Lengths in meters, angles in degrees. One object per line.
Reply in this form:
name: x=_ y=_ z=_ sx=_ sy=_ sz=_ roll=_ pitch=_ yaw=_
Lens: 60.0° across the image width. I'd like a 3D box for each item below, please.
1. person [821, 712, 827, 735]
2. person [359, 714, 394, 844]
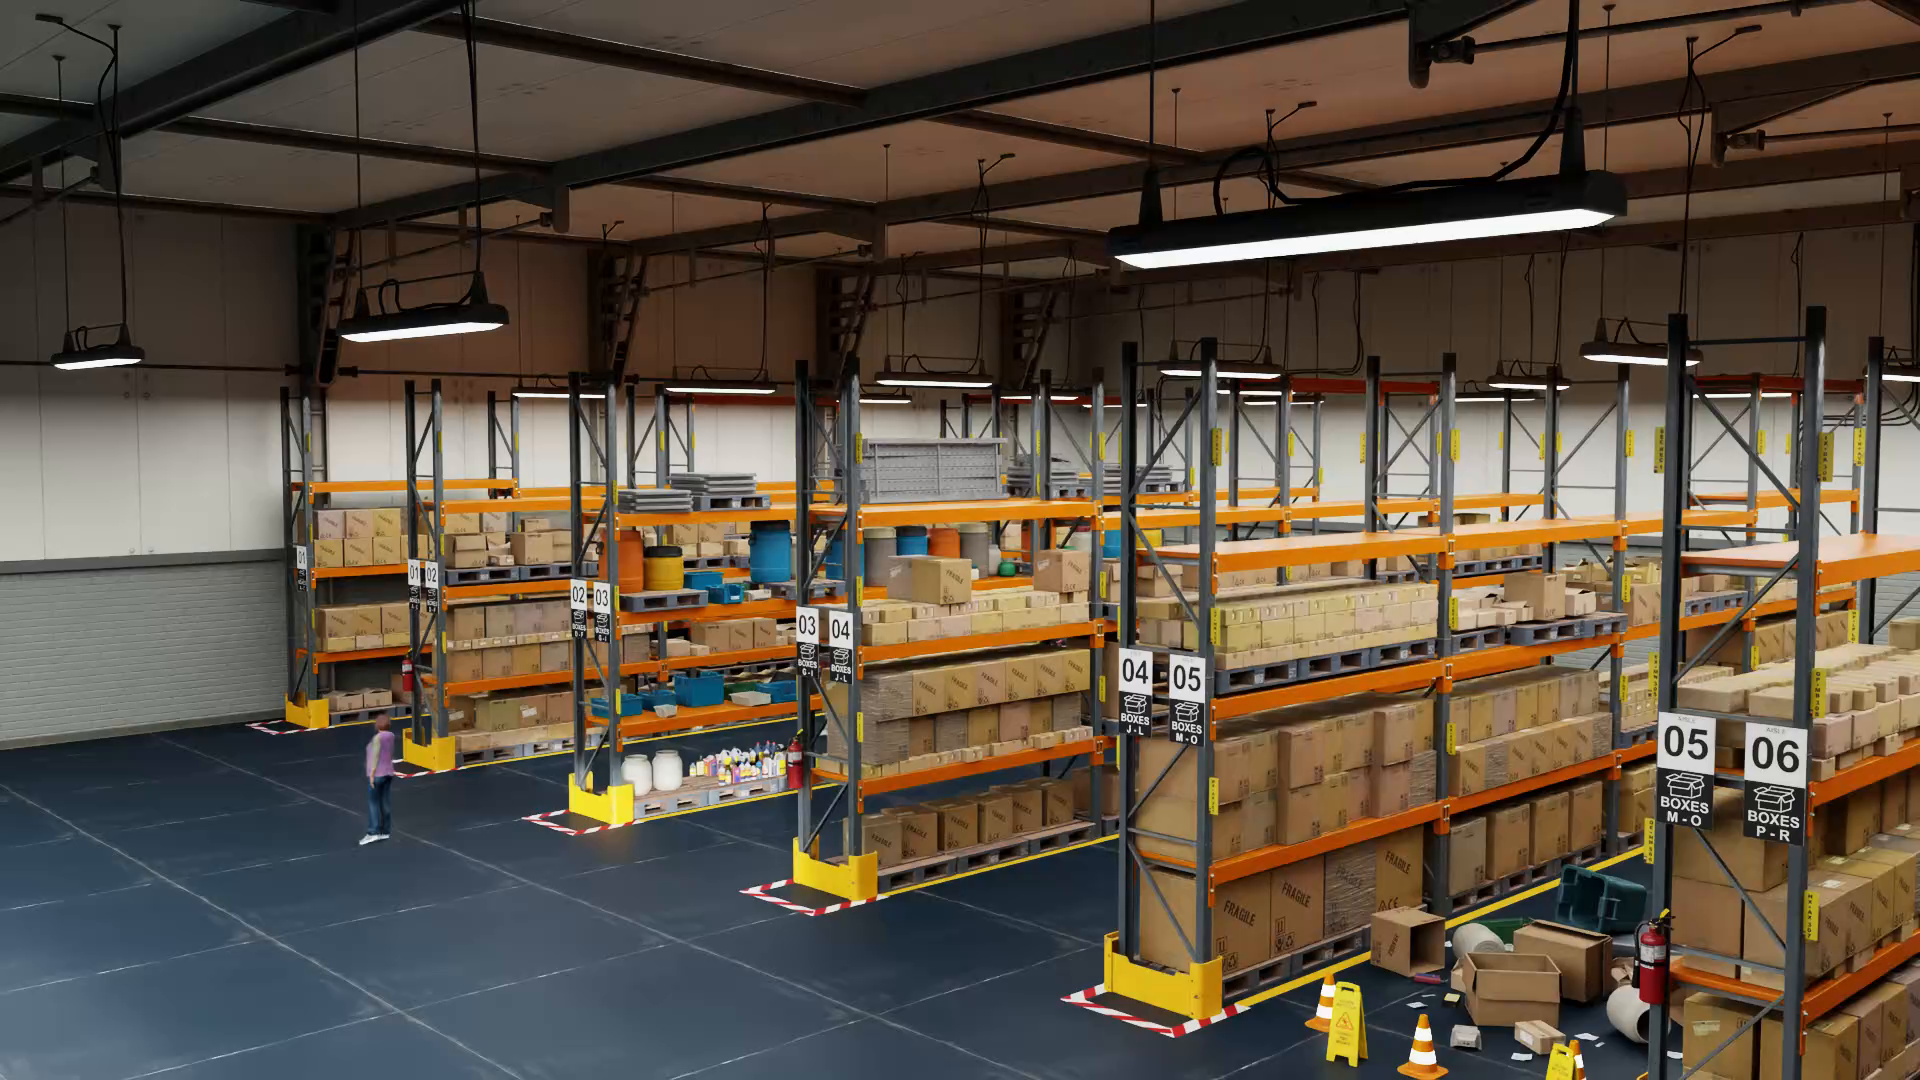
person: x=-2.183 y=2.494 z=28.557 sx=0.413 sy=1.677 sz=0.494 roll=3 pitch=4 yaw=36
person: x=-7.390 y=3.028 z=21.121 sx=0.335 sy=1.621 sz=0.480 roll=1 pitch=4 yaw=14
